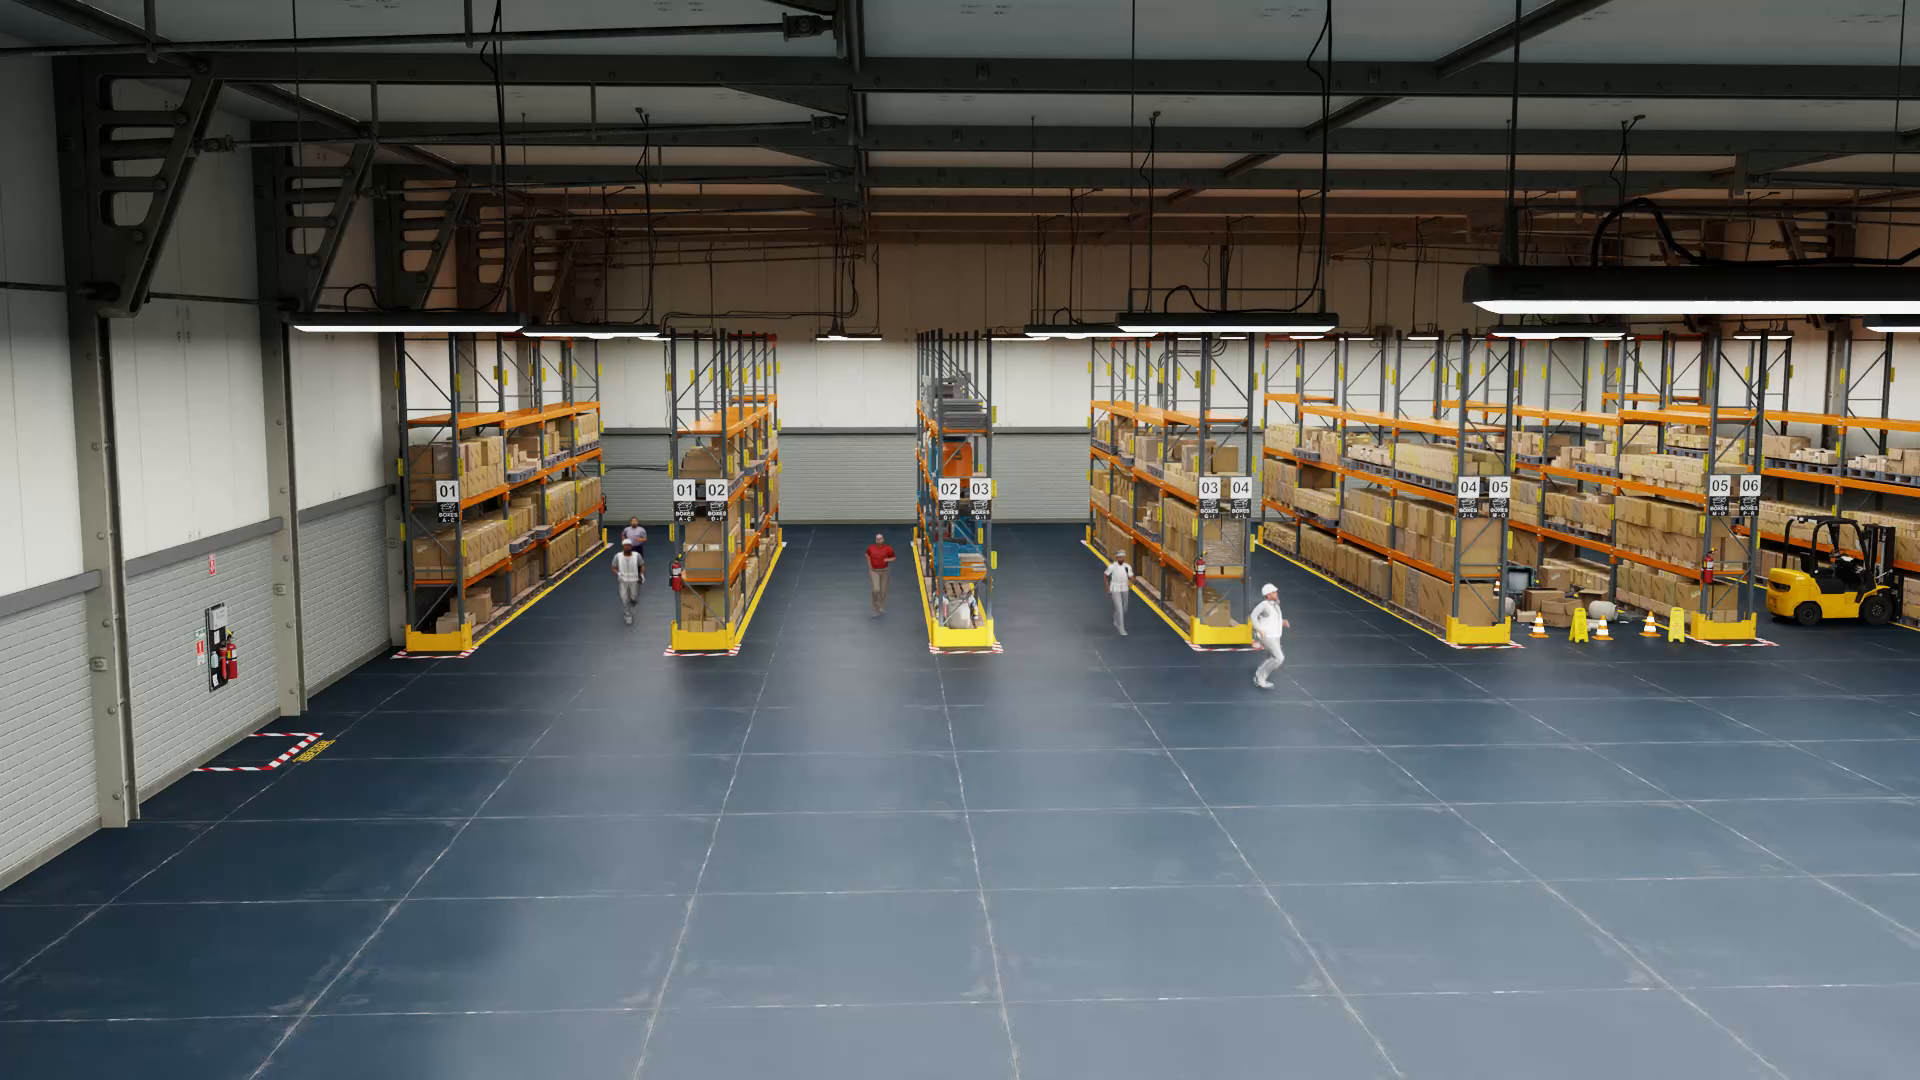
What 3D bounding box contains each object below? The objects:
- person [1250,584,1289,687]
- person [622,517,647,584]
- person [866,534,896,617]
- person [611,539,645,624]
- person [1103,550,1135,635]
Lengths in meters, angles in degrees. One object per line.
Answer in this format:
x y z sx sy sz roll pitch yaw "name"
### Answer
5.173 1.597 27.615 0.557 1.740 0.708 5 8 36 "person"
-7.666 0.295 39.166 0.575 1.708 0.775 -1 7 -12 "person"
-1.671 0.763 35.109 0.624 1.803 0.764 0 7 -4 "person"
-6.817 0.844 34.174 0.685 1.736 0.599 -1 7 -12 "person"
3.139 1.002 32.924 0.600 1.669 0.835 -2 7 -13 "person"
